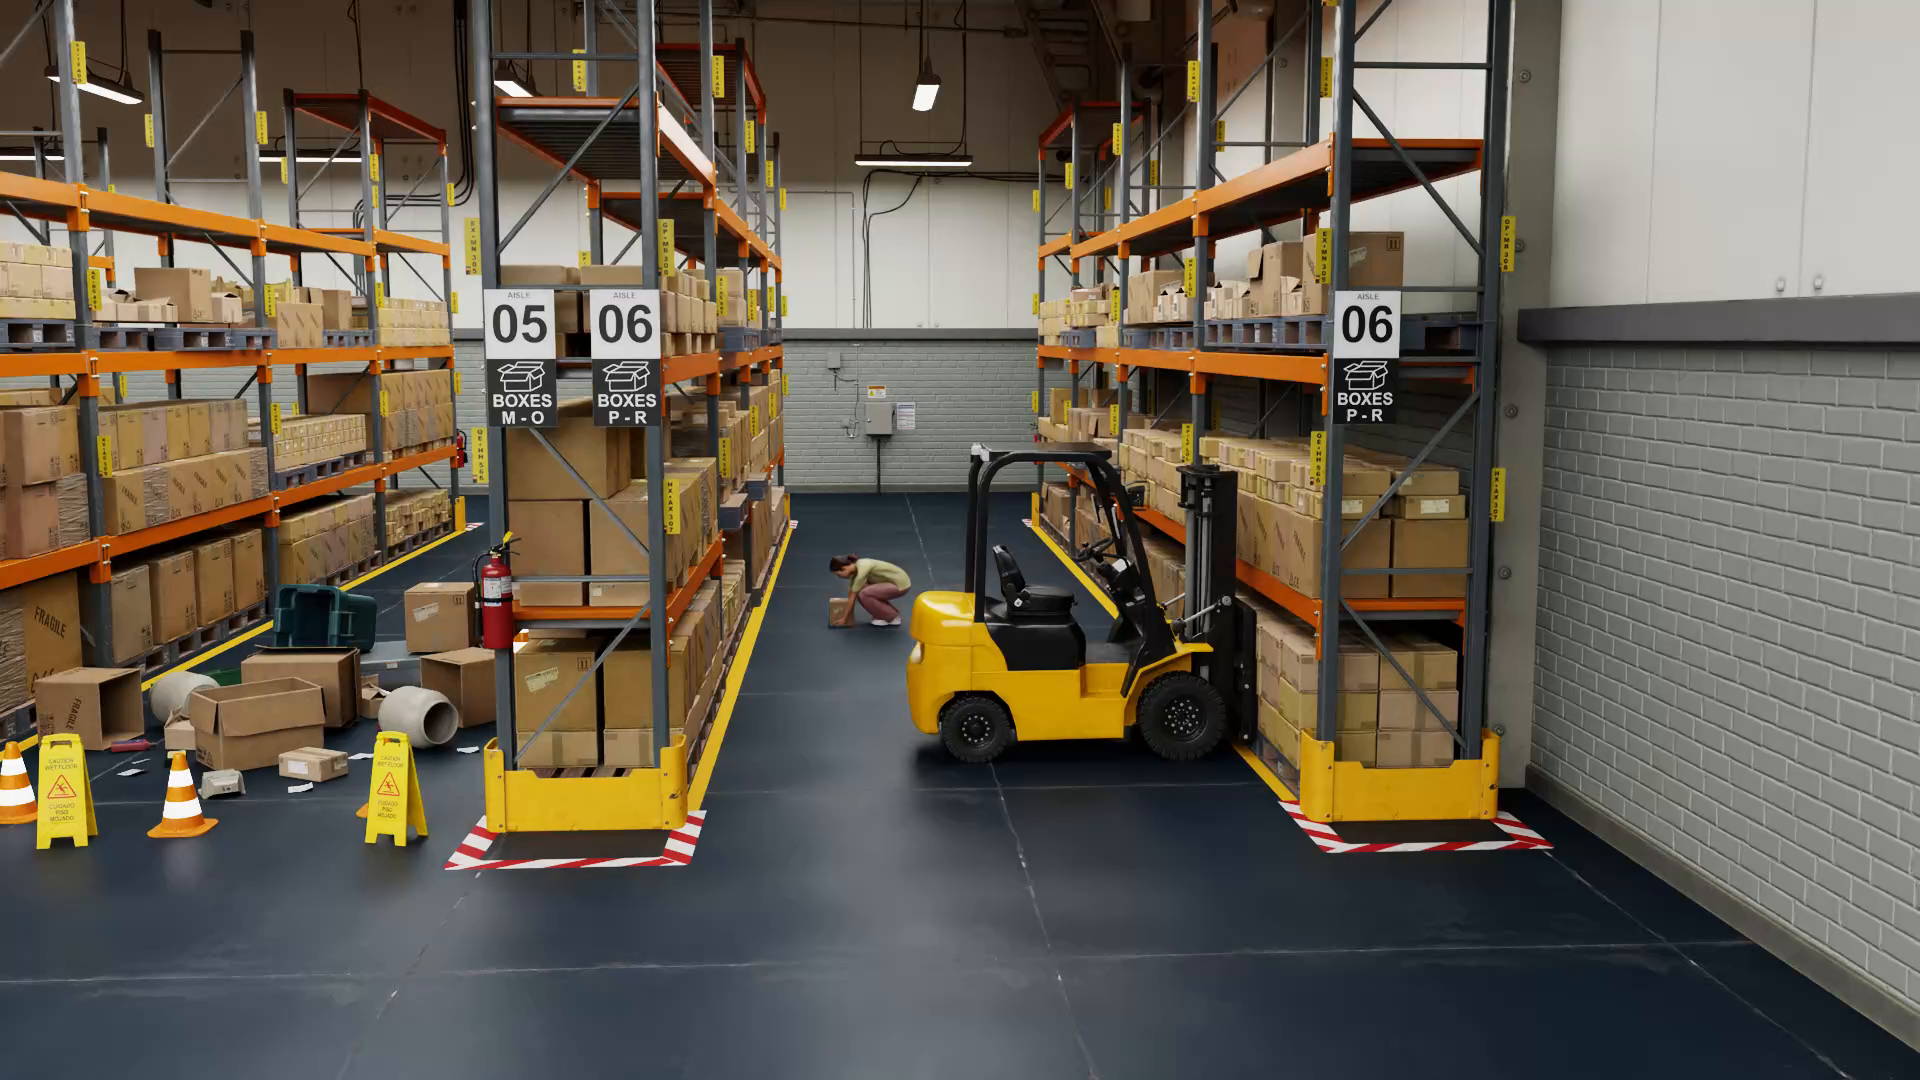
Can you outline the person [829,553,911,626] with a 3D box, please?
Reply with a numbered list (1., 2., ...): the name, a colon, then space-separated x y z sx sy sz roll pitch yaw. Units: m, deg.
1. person: -0.920 0.529 17.068 0.836 0.816 0.471 -1 7 -4
